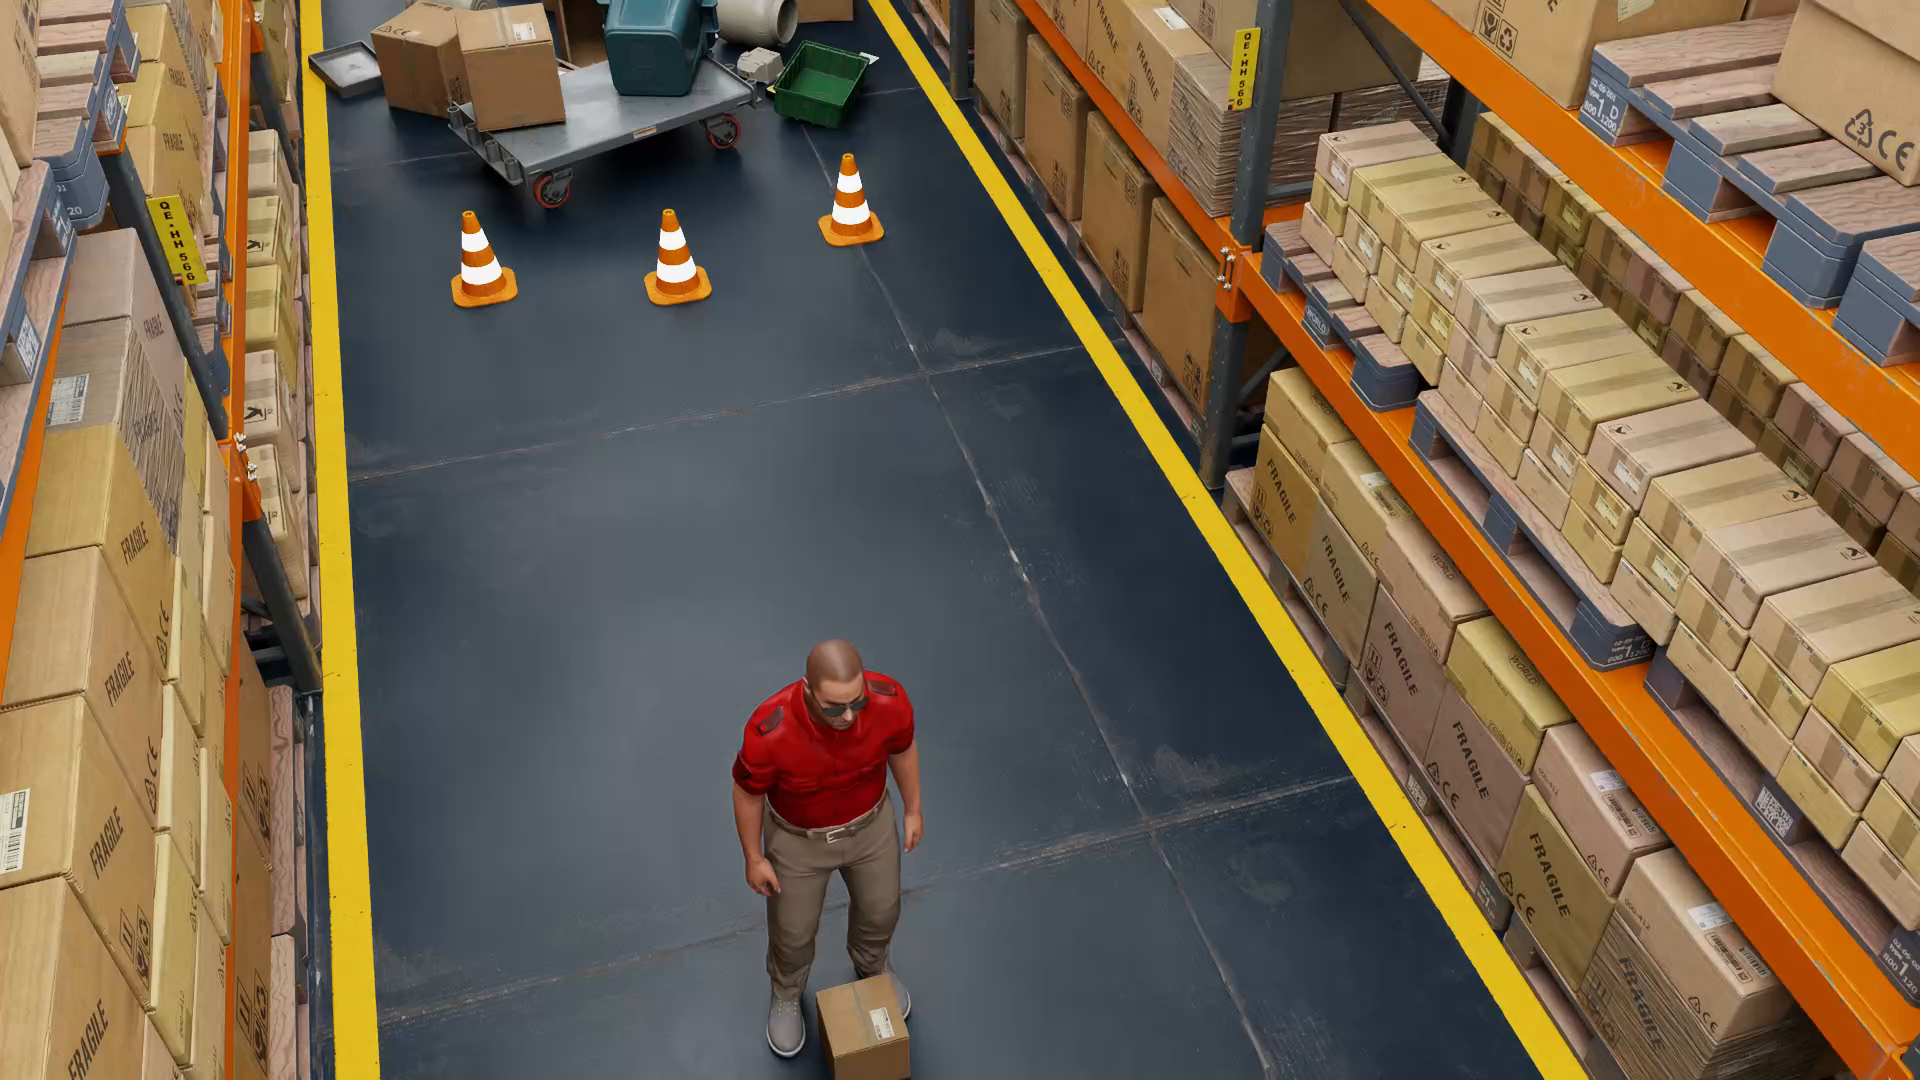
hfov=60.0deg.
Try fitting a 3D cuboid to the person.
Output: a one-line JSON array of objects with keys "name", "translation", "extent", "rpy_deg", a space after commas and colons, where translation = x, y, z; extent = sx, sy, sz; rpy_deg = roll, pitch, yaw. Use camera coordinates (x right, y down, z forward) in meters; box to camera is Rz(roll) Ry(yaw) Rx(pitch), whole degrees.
[{"name": "person", "translation": [-0.396, 0.914, 5.154], "extent": [0.605, 1.726, 0.389], "rpy_deg": [-14, 44, -15]}]
